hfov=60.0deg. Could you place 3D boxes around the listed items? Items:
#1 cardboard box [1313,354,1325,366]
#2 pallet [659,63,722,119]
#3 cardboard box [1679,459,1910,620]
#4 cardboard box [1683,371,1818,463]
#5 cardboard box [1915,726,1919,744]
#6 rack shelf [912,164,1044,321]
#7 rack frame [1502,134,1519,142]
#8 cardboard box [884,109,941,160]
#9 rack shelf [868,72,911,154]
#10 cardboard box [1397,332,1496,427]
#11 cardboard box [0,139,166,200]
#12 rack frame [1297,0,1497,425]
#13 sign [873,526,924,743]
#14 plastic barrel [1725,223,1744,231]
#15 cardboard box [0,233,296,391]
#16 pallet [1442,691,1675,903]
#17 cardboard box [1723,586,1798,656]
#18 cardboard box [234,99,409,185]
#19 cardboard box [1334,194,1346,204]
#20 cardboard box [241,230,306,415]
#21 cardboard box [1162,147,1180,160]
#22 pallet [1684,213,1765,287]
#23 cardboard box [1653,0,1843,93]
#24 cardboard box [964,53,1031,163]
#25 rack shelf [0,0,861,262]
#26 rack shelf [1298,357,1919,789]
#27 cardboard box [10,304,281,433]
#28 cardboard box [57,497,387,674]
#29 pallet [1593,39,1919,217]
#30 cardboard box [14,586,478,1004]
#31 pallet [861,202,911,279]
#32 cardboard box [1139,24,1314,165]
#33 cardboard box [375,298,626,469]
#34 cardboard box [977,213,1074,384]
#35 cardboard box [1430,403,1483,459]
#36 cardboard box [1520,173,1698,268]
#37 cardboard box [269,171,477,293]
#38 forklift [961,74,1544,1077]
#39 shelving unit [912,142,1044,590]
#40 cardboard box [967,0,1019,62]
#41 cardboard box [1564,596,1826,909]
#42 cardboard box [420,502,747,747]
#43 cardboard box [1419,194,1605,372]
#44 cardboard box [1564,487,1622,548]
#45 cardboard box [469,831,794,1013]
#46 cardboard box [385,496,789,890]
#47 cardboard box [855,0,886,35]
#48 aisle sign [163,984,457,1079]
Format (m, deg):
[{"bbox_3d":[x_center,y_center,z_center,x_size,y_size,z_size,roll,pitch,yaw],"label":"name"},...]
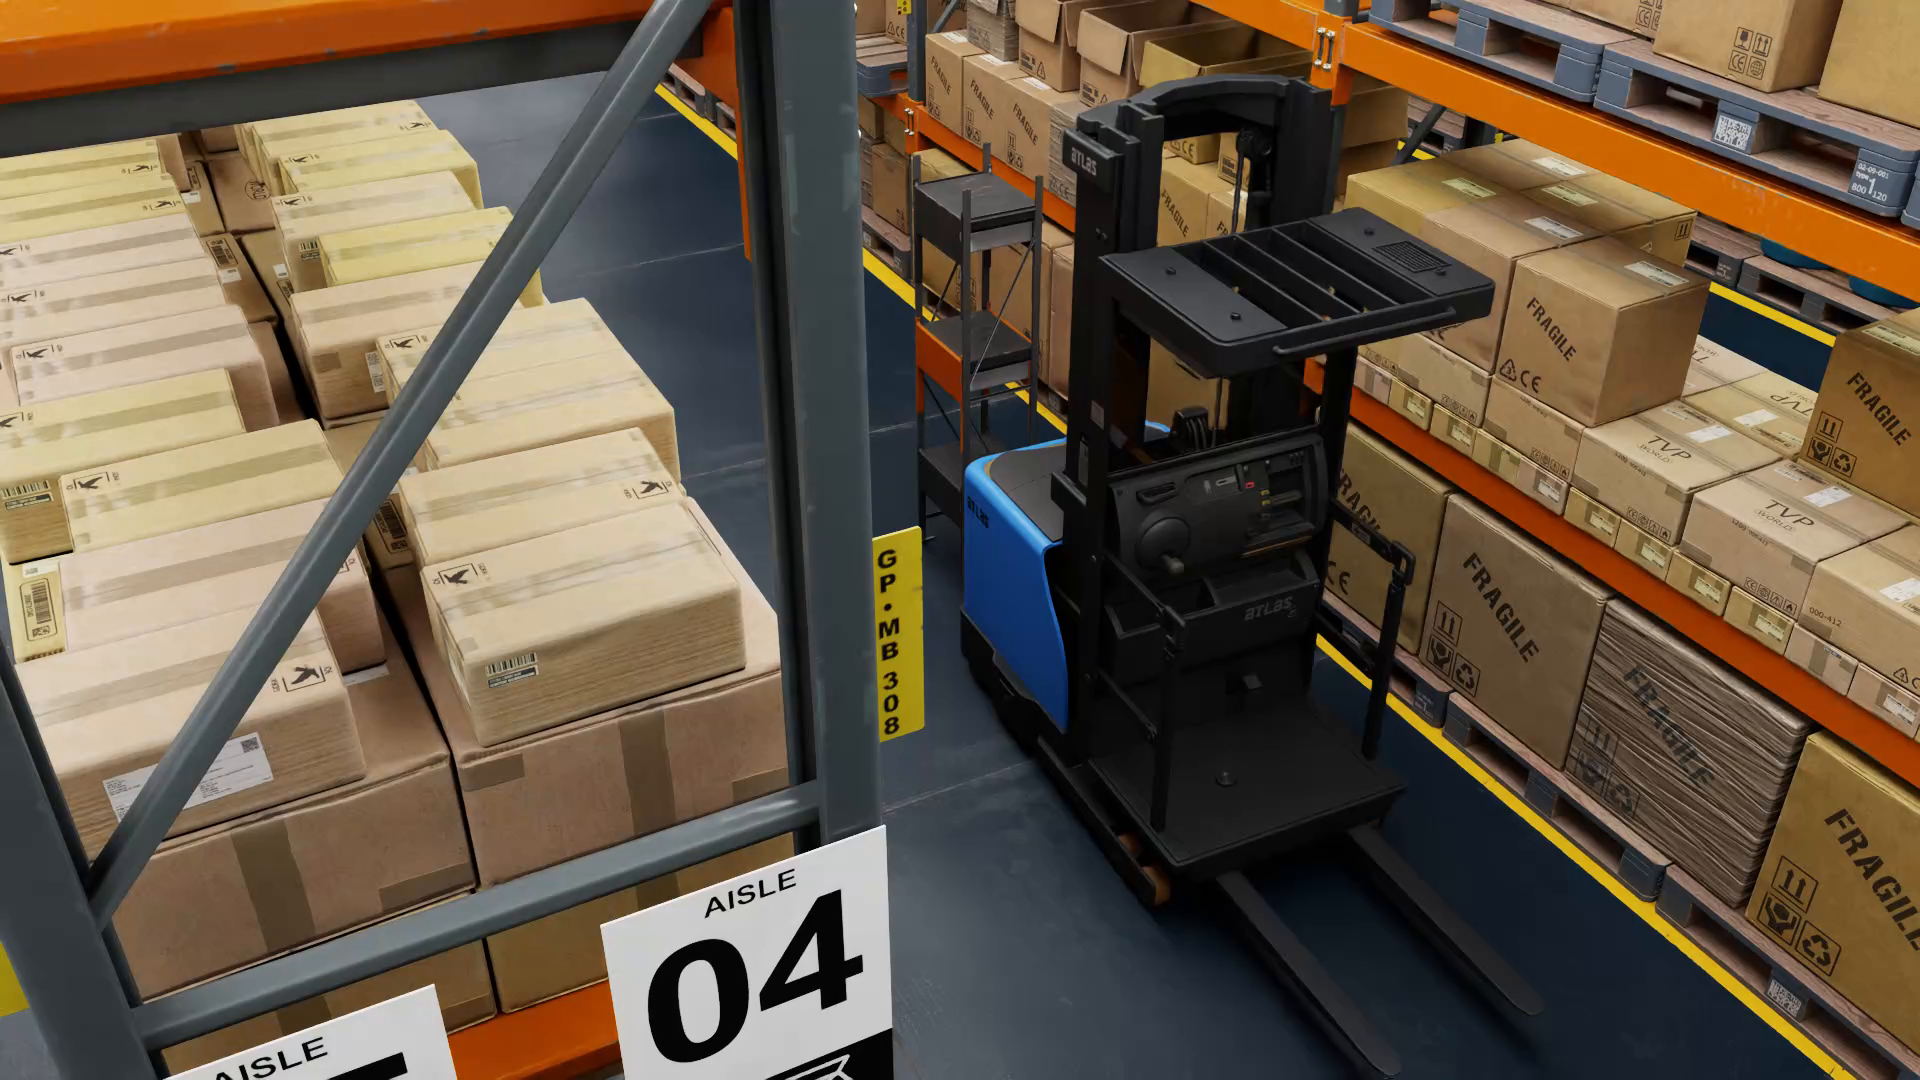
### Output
[{"bbox_3d":[1.840,-0.878,7.573,0.380,0.149,0.250,-16,36,-23],"label":"cardboard box"},{"bbox_3d":[-2.078,-4.164,15.054,1.003,0.211,1.213,-16,36,-23],"label":"pallet"},{"bbox_3d":[2.927,-0.011,5.850,0.500,0.250,0.500,-17,36,-25],"label":"cardboard box"},{"bbox_3d":[3.149,-0.394,6.447,0.500,0.250,0.500,-17,36,-24],"label":"cardboard box"},{"bbox_3d":[3.281,0.595,5.273,0.380,0.149,0.250,-15,36,-23],"label":"cardboard box"},{"bbox_3d":[0.077,-1.383,7.690,0.431,0.518,0.480,-16,36,-23],"label":"rack shelf"},{"bbox_3d":[4.513,-4.363,12.780,1.000,3.000,0.127,-16,36,-23],"label":"rack frame"},{"bbox_3d":[-0.208,-2.878,11.676,0.500,0.250,0.500,-14,35,-21],"label":"cardboard box"},{"bbox_3d":[-0.802,-3.769,12.519,1.077,0.370,4.000,-16,36,-23],"label":"rack shelf"},{"bbox_3d":[2.211,-0.742,6.991,0.500,0.250,0.500,-16,36,-23],"label":"cardboard box"},{"bbox_3d":[-1.947,-0.748,3.663,0.380,0.149,0.250,-14,35,-21],"label":"cardboard box"},{"bbox_3d":[1.996,-1.209,7.856,1.000,3.000,0.127,-16,36,-23],"label":"rack frame"},{"bbox_3d":[-0.094,0.132,2.173,0.100,0.325,0.005,-16,36,-23],"label":"sign"},{"bbox_3d":[5.625,-2.477,11.753,0.421,0.512,0.421,0,33,0],"label":"plastic barrel"},{"bbox_3d":[-1.715,-0.399,3.488,0.500,0.250,0.500,-18,37,-25],"label":"cardboard box"},{"bbox_3d":[2.854,0.931,7.101,1.003,0.211,1.213,-16,36,-23],"label":"pallet"},{"bbox_3d":[2.926,0.232,5.840,0.380,0.149,0.250,-17,36,-24],"label":"cardboard box"},{"bbox_3d":[-1.558,-1.012,4.074,0.380,0.149,0.250,-17,37,-25],"label":"cardboard box"},{"bbox_3d":[2.003,-1.533,8.270,0.500,0.500,0.500,-16,36,-23],"label":"cardboard box"},{"bbox_3d":[-1.255,-0.520,3.675,0.500,0.250,0.500,-17,36,-25],"label":"cardboard box"},{"bbox_3d":[1.062,-1.891,8.828,0.500,0.500,0.500,-16,36,-24],"label":"cardboard box"},{"bbox_3d":[5.482,-2.242,12.054,1.003,0.211,1.213,-16,36,-23],"label":"pallet"},{"bbox_3d":[2.779,-1.831,5.473,0.700,0.500,0.500,-14,35,-21],"label":"cardboard box"},{"bbox_3d":[0.359,-2.614,9.956,0.500,0.500,0.500,-17,36,-24],"label":"cardboard box"},{"bbox_3d":[-1.507,-1.277,3.071,1.077,0.370,4.000,-16,36,-23],"label":"rack shelf"},{"bbox_3d":[2.928,0.049,6.560,1.077,0.370,4.000,-16,36,-23],"label":"rack shelf"},{"bbox_3d":[-1.421,-0.263,2.905,0.380,0.149,0.250,-17,36,-24],"label":"cardboard box"},{"bbox_3d":[-1.036,0.100,2.339,0.380,0.149,0.250,-15,36,-22],"label":"cardboard box"},{"bbox_3d":[2.933,-1.460,5.550,1.003,0.211,1.213,-16,36,-23],"label":"pallet"},{"bbox_3d":[-1.014,0.333,2.344,0.500,0.250,0.500,-17,36,-25],"label":"cardboard box"},{"bbox_3d":[-0.232,-2.317,12.170,1.003,0.211,1.213,-16,36,-23],"label":"pallet"},{"bbox_3d":[1.381,-2.306,8.547,0.797,0.503,0.637,-15,36,-23],"label":"cardboard box"},{"bbox_3d":[-0.801,-0.281,2.933,0.380,0.149,0.250,-15,36,-22],"label":"cardboard box"},{"bbox_3d":[0.843,-1.638,10.106,1.225,0.875,0.875,-16,36,-23],"label":"cardboard box"},{"bbox_3d":[2.210,-0.502,6.986,0.380,0.149,0.250,-17,36,-24],"label":"cardboard box"},{"bbox_3d":[2.677,-1.194,7.002,0.500,0.500,0.500,-15,36,-23],"label":"cardboard box"},{"bbox_3d":[-1.222,-0.639,3.492,0.380,0.149,0.250,-15,35,-22],"label":"cardboard box"},{"bbox_3d":[1.088,-0.072,6.145,1.130,2.935,3.031,-14,35,-21],"label":"forklift"},{"bbox_3d":[0.077,-0.805,8.060,0.431,2.100,0.503,-16,36,-23],"label":"shelving unit"},{"bbox_3d":[0.457,-3.229,9.987,0.797,0.503,0.637,-15,35,-22],"label":"cardboard box"},{"bbox_3d":[3.067,0.699,6.459,0.875,0.875,0.875,-16,36,-23],"label":"cardboard box"},{"bbox_3d":[-0.524,0.109,2.324,0.380,0.149,0.250,-16,36,-24],"label":"cardboard box"},{"bbox_3d":[2.216,-1.057,6.787,0.500,0.500,0.500,-16,36,-23],"label":"cardboard box"},{"bbox_3d":[2.568,-0.135,6.412,0.380,0.149,0.250,-17,36,-24],"label":"cardboard box"},{"bbox_3d":[-0.557,0.421,2.670,0.500,0.250,0.500,-15,35,-21],"label":"cardboard box"},{"bbox_3d":[-0.553,0.210,2.537,0.500,0.250,0.500,-15,36,-22],"label":"cardboard box"},{"bbox_3d":[-0.505,-3.825,11.458,0.700,0.500,0.500,-11,34,-16],"label":"cardboard box"},{"bbox_3d":[-0.805,0.915,2.131,0.394,0.787,0.004,-16,36,-23],"label":"aisle sign"}]
